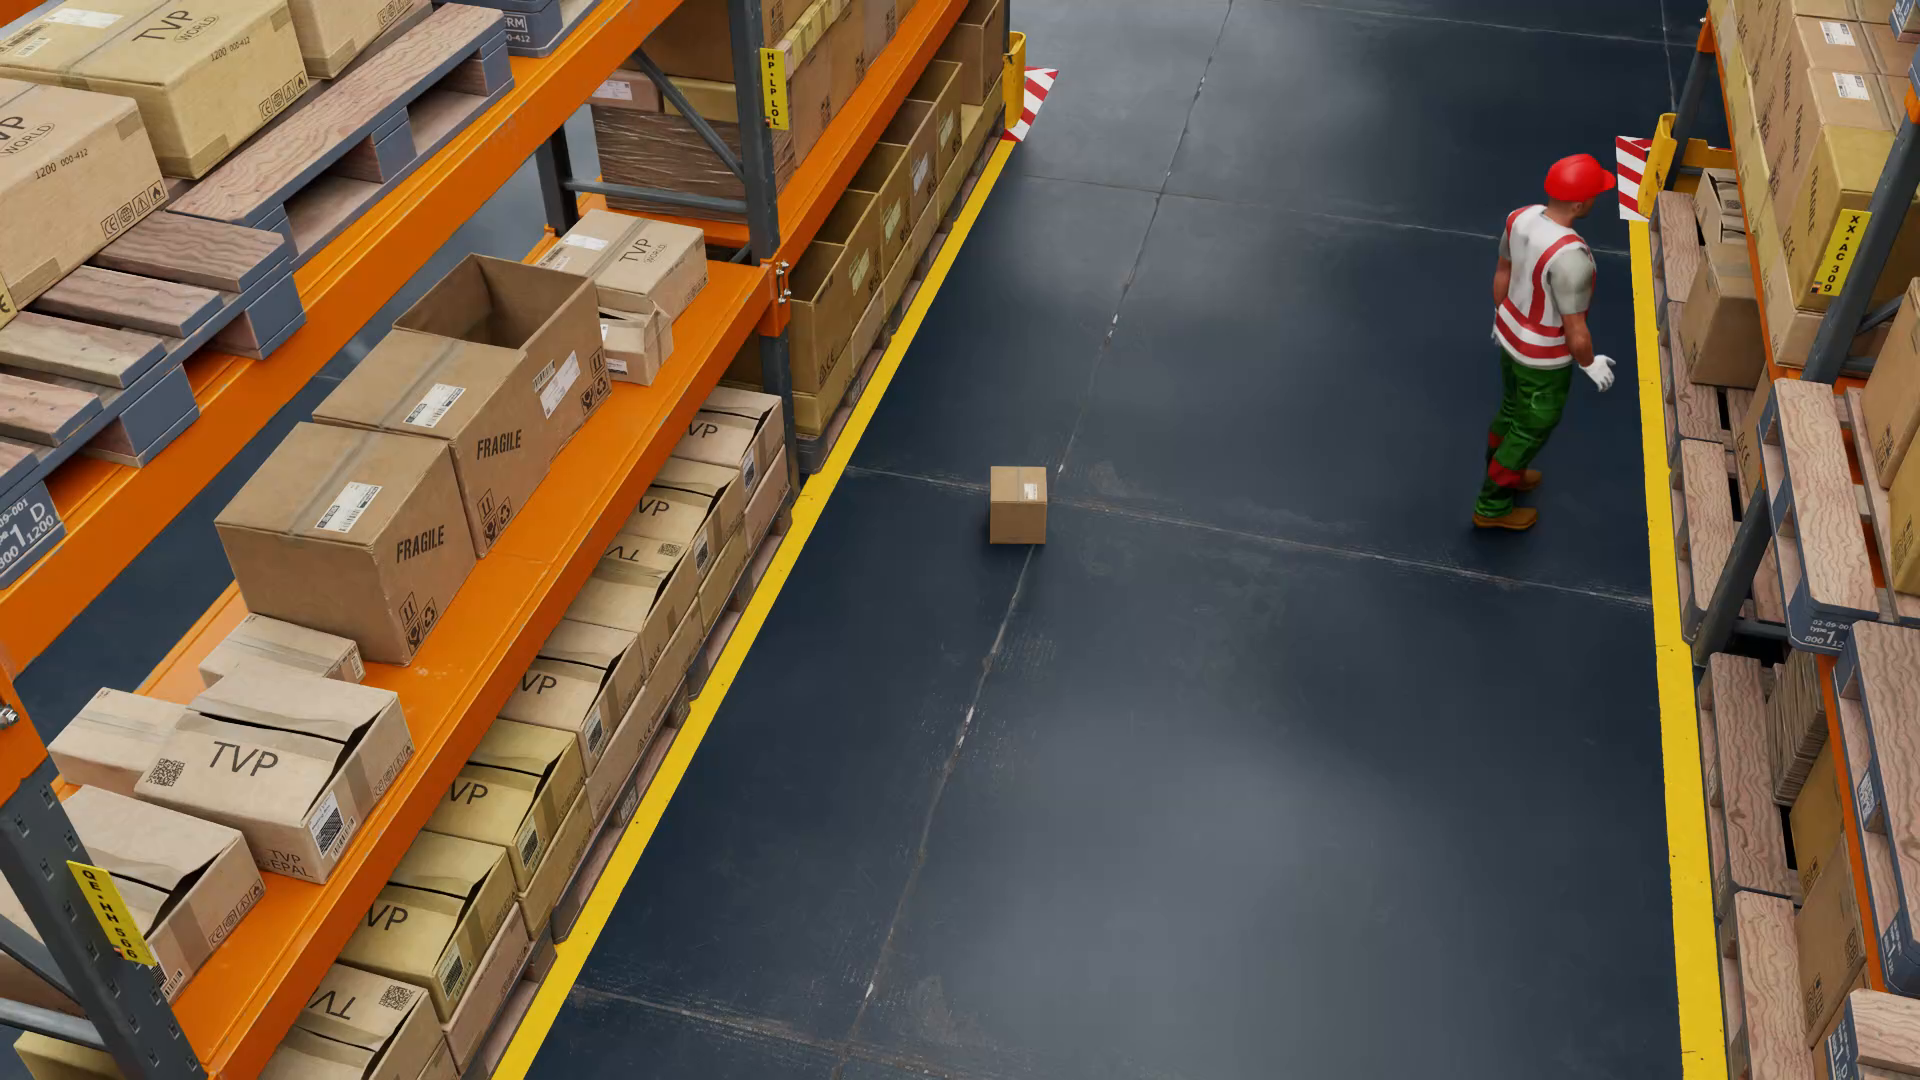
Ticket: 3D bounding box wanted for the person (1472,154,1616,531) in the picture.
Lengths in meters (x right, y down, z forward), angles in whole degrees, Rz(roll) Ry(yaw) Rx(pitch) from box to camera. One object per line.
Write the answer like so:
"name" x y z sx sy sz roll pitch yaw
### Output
"person" 2.521 -0.828 7.091 0.500 1.805 0.586 -7 41 -8
